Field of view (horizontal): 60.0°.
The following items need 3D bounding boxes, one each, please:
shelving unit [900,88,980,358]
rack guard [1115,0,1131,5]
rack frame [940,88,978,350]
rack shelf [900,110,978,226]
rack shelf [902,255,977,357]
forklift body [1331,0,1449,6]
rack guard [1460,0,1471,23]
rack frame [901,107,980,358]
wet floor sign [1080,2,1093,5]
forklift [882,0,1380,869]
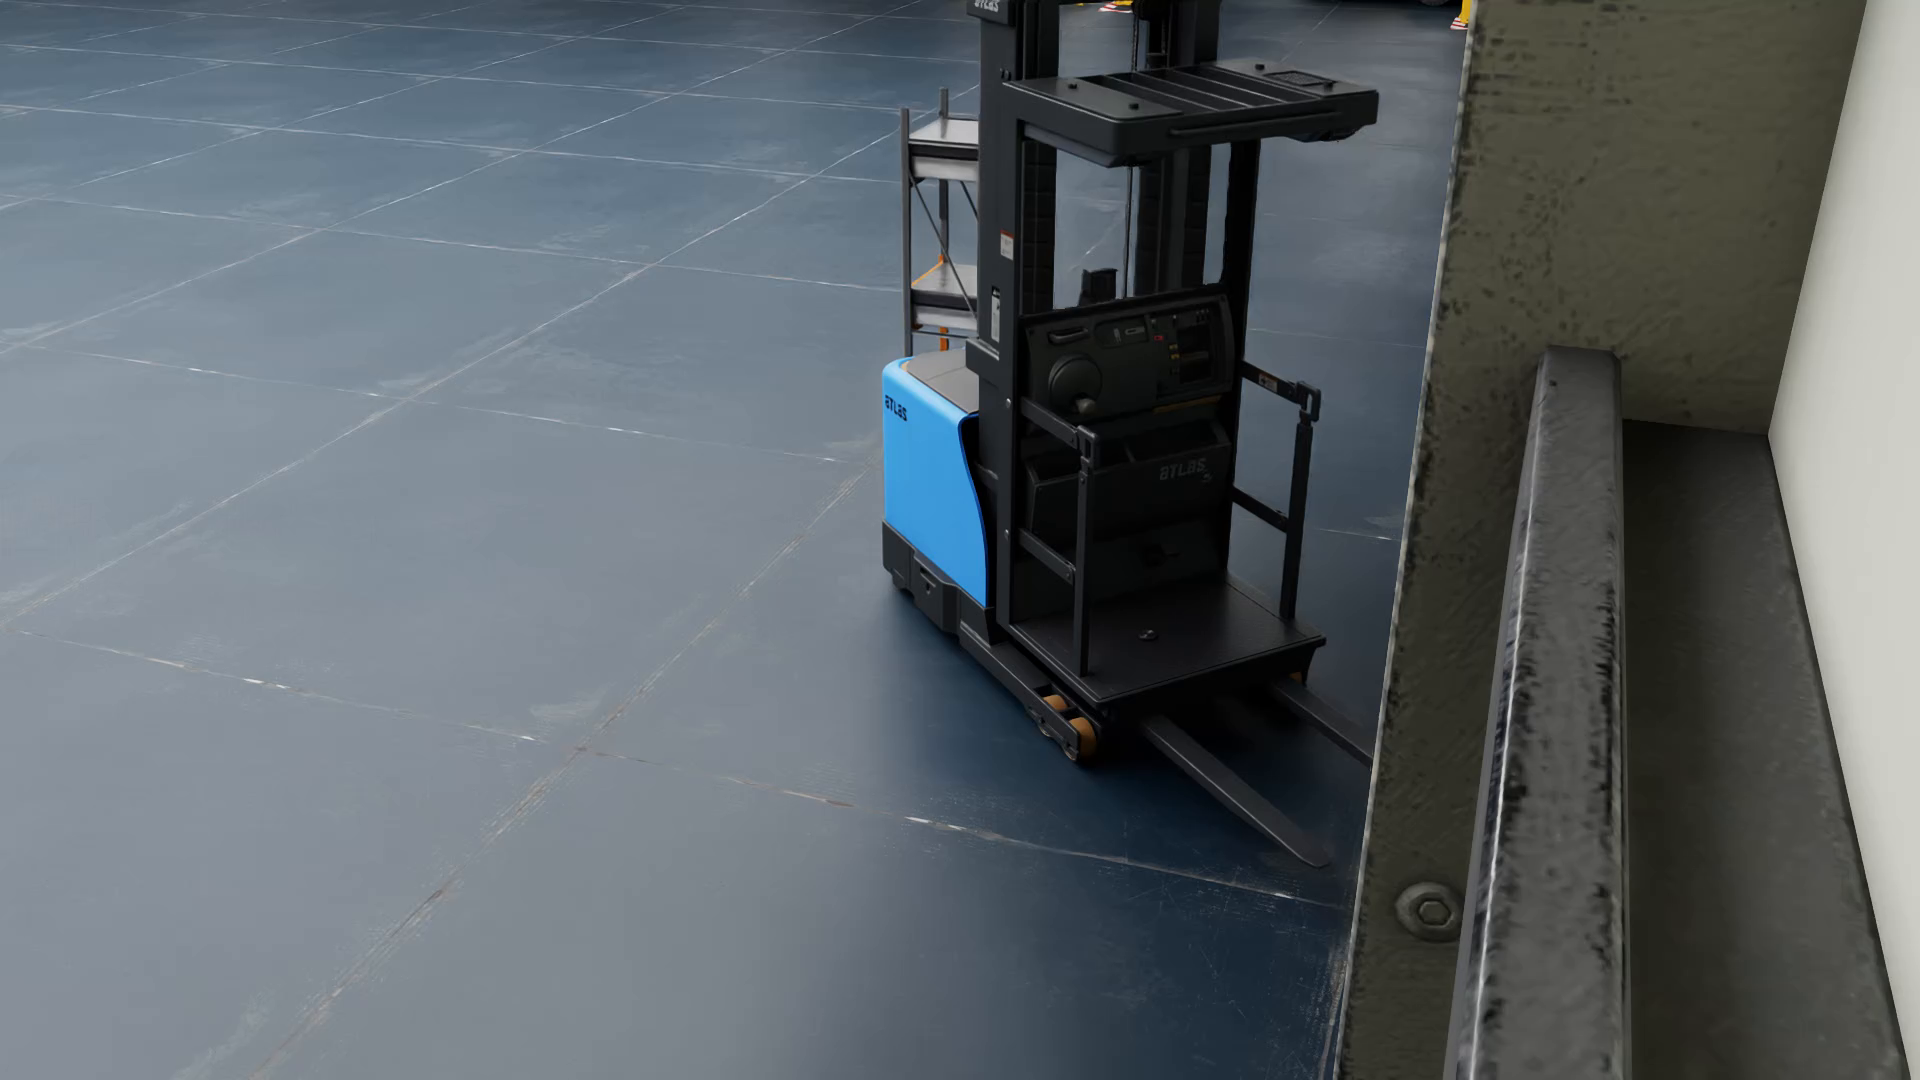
[{"bbox_3d":[0.011,-1.054,8.018,0.431,2.100,0.503,9,27,18],"label":"shelving unit"},{"bbox_3d":[2.892,-8.143,24.496,1.175,0.500,0.348,9,27,17],"label":"rack guard"},{"bbox_3d":[0.096,-1.154,8.224,0.400,2.100,0.015,9,27,18],"label":"rack frame"},{"bbox_3d":[0.011,-1.672,7.719,0.431,0.518,0.480,9,27,18],"label":"rack shelf"},{"bbox_3d":[0.011,-1.042,8.024,0.431,0.518,0.480,9,27,18],"label":"rack shelf"},{"bbox_3d":[6.460,-9.181,24.744,2.313,2.155,1.214,9,27,17],"label":"forklift body"},{"bbox_3d":[7.541,-7.384,22.927,1.175,0.500,0.348,9,27,17],"label":"rack guard"},{"bbox_3d":[-0.074,-0.955,7.812,0.400,2.100,0.015,9,27,18],"label":"rack frame"},{"bbox_3d":[1.795,-8.255,24.559,0.267,0.644,0.232,20,32,35],"label":"wet floor sign"},{"bbox_3d":[0.770,-0.685,6.301,1.130,2.935,3.031,-13,29,-25],"label":"forklift"}]
